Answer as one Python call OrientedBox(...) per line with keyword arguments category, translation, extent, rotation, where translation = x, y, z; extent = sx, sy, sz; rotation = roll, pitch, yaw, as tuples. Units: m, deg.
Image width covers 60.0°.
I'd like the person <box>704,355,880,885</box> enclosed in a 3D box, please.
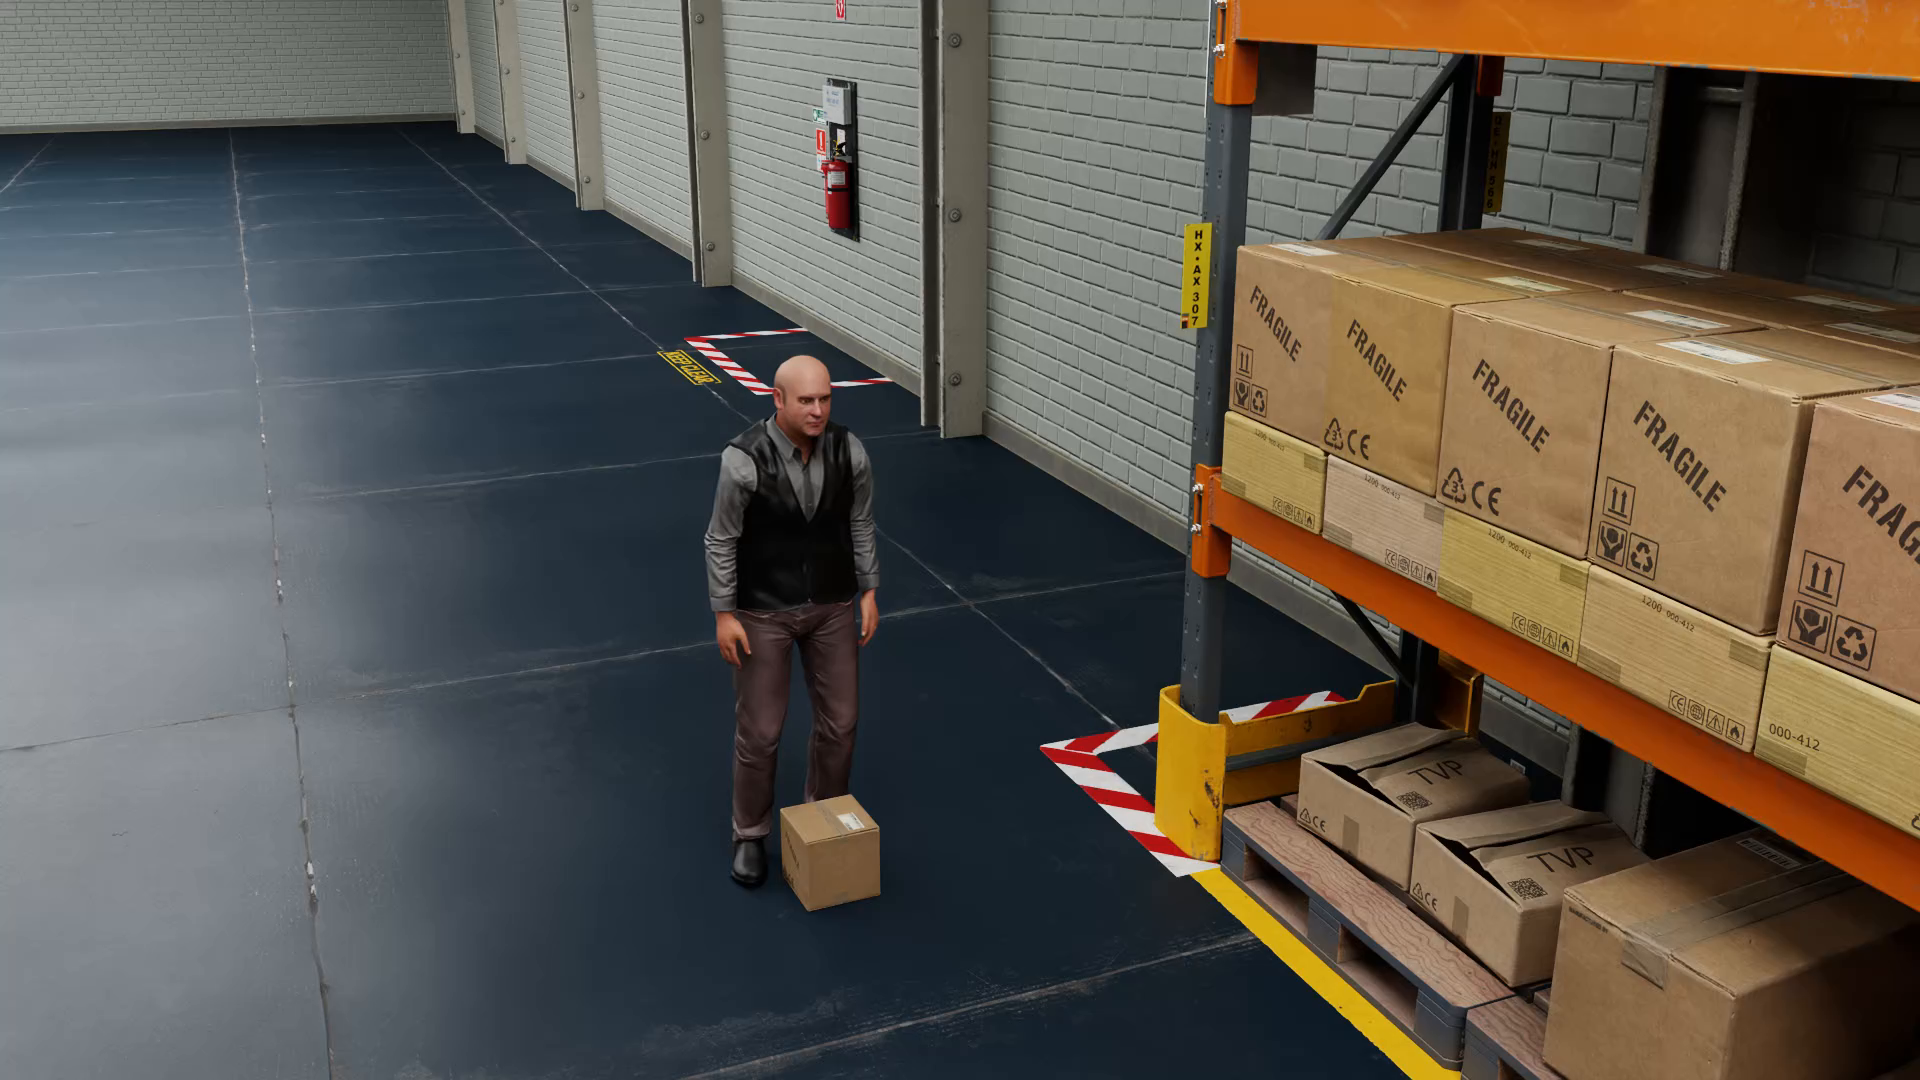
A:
OrientedBox(category="person", translation=(-0.537, 0.234, 5.411), extent=(0.586, 1.720, 0.421), rotation=(-9, 21, -25))
